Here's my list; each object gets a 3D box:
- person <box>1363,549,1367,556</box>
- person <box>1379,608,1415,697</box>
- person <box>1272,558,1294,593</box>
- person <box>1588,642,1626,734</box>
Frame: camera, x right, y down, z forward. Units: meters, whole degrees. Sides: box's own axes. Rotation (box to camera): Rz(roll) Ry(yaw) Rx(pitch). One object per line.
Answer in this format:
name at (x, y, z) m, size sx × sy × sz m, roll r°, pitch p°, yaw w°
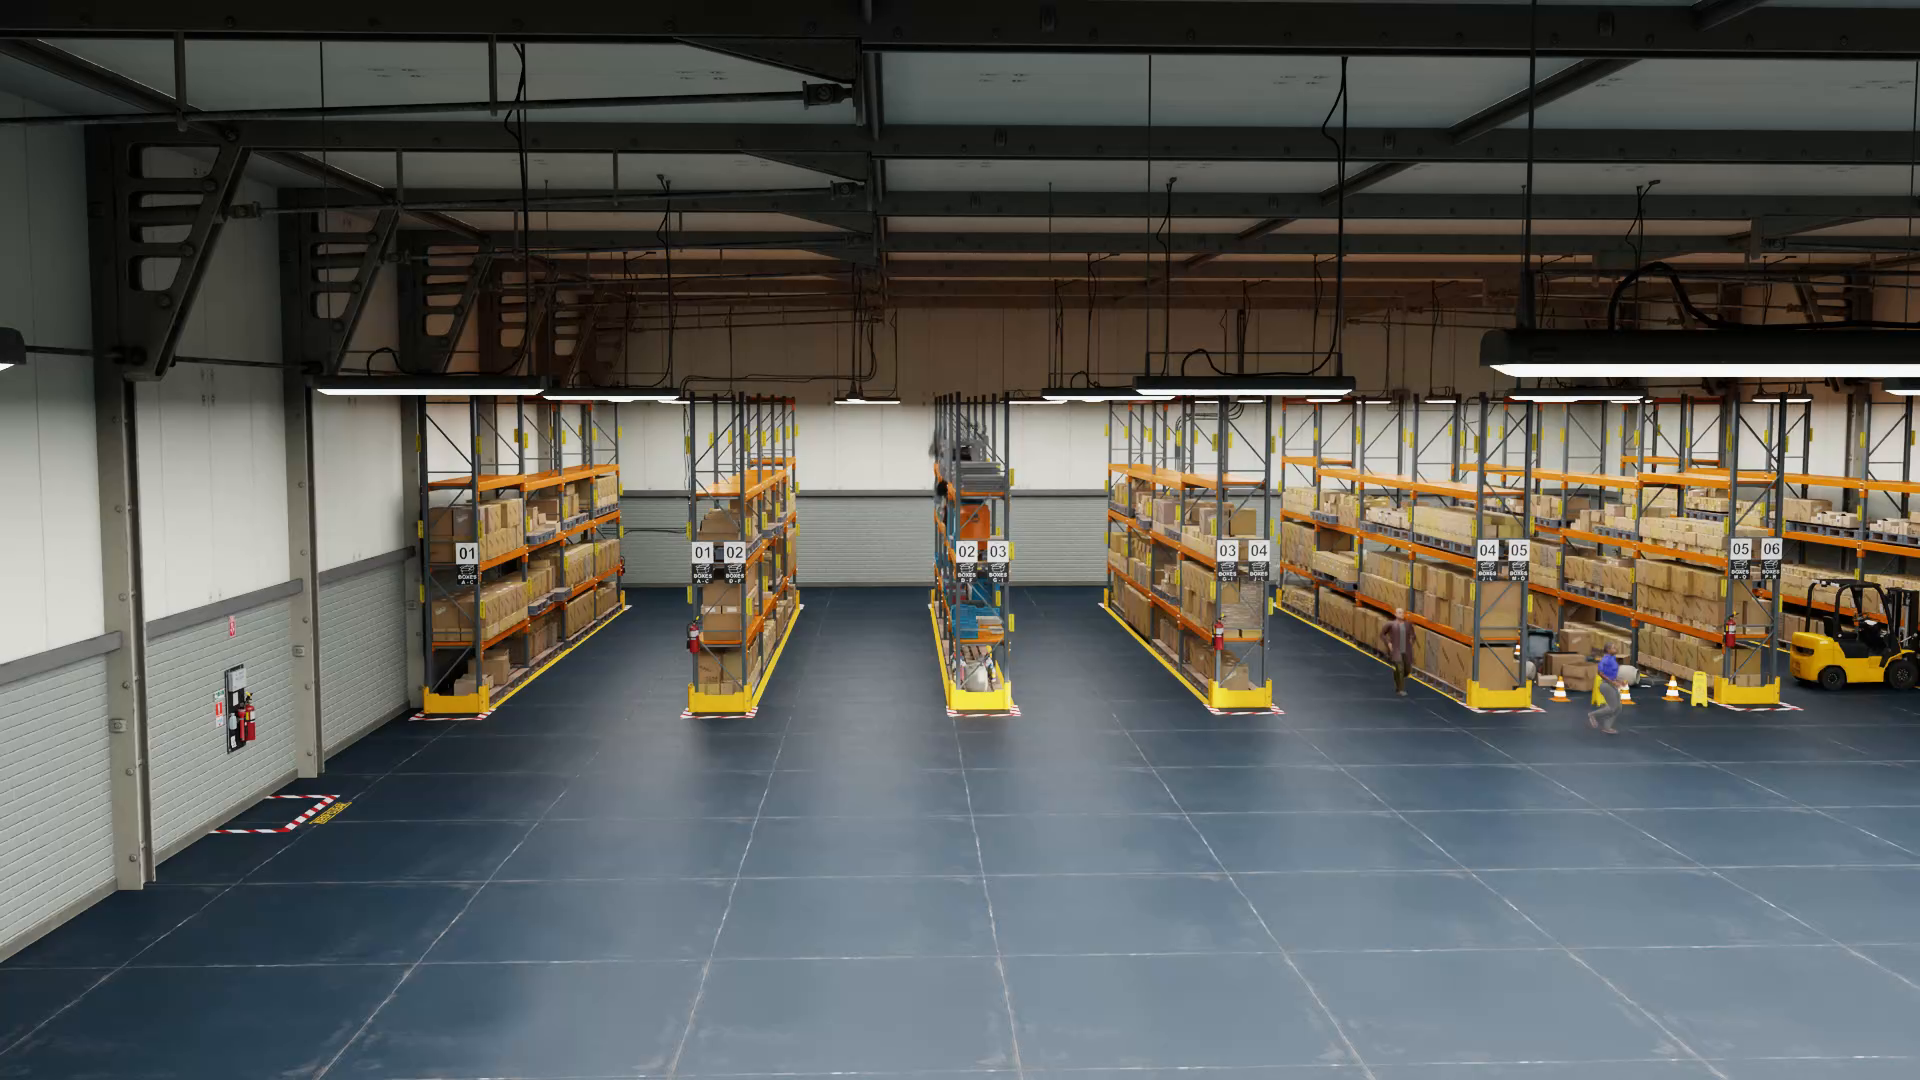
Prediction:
person at (11.147, 1.130, 45.983) m, size 0.699 × 1.755 × 0.987 m, roll 0°, pitch 5°, yaw -5°
person at (8.717, 2.208, 33.052) m, size 0.715 × 1.735 × 0.826 m, roll -1°, pitch 5°, yaw -9°
person at (9.532, 0.981, 48.819) m, size 0.707 × 1.641 × 0.631 m, roll -1°, pitch 5°, yaw -11°
person at (11.347, 2.584, 29.163) m, size 0.548 × 1.609 × 0.564 m, roll 3°, pitch 6°, yaw 36°
